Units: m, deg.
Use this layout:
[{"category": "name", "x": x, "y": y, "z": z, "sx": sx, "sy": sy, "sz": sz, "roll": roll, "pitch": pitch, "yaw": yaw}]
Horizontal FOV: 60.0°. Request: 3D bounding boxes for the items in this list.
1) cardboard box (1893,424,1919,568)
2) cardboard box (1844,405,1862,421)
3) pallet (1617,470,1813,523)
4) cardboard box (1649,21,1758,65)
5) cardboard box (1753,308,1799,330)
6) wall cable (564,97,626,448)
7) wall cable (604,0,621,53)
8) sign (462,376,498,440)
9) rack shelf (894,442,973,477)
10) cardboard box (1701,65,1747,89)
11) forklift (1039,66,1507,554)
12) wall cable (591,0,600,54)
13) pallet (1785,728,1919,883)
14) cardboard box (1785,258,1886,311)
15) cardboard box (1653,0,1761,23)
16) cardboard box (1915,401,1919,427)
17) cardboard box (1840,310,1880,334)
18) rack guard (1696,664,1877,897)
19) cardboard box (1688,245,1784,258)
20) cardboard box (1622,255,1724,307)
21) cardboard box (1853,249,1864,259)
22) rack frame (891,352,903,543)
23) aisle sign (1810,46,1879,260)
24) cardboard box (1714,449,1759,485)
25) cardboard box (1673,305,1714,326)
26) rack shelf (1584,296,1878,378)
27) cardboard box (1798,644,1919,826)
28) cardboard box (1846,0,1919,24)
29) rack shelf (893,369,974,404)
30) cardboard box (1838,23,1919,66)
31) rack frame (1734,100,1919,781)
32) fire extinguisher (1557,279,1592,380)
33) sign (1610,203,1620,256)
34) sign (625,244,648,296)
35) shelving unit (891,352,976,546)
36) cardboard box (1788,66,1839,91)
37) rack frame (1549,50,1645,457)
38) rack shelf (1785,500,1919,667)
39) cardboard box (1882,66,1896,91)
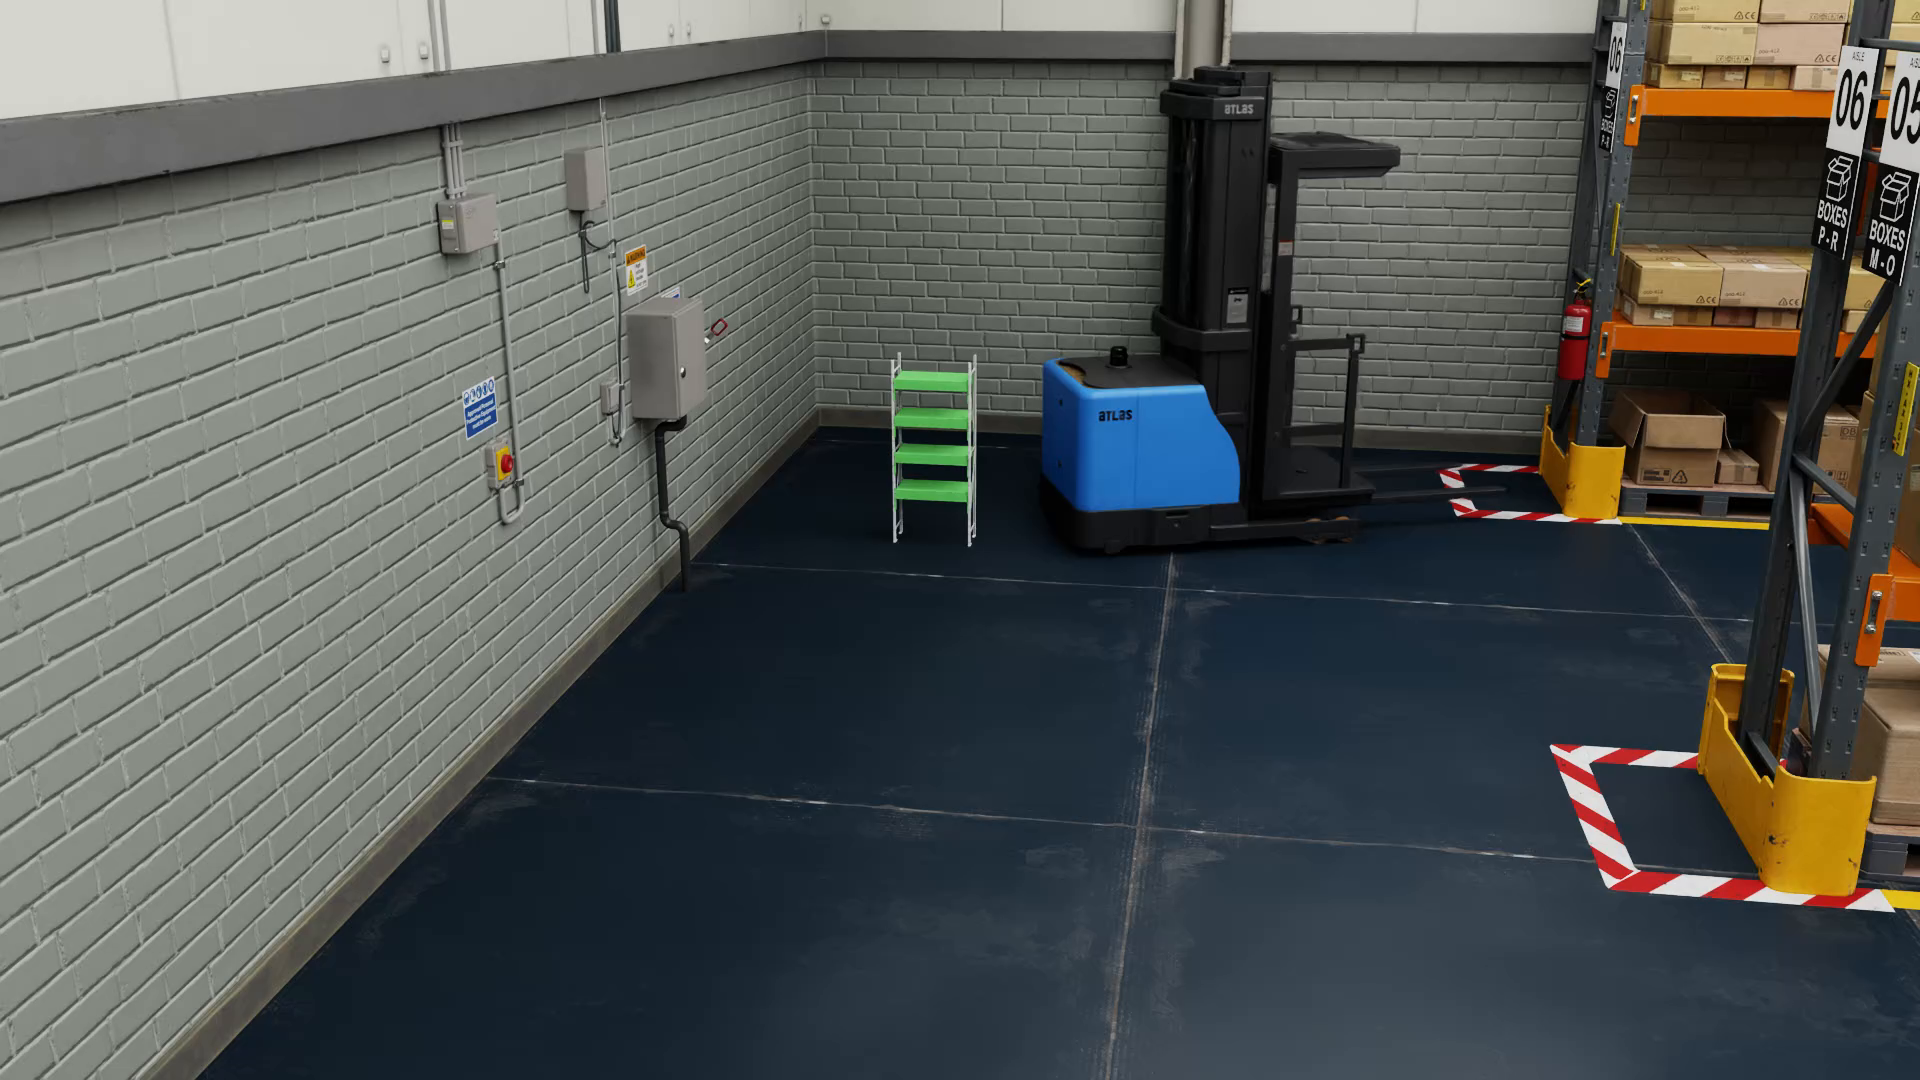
[{"category": "cardboard box", "x": 3.930, "y": -0.130, "z": 6.307, "sx": 0.500, "sy": 0.500, "sz": 0.500, "roll": 3, "pitch": 19, "yaw": 8}, {"category": "cardboard box", "x": 6.218, "y": -0.592, "z": 11.123, "sx": 0.500, "sy": 0.500, "sz": 0.500, "roll": 3, "pitch": 19, "yaw": 10}, {"category": "pallet", "x": 5.148, "y": -0.386, "z": 11.624, "sx": 1.213, "sy": 0.211, "sz": 1.003, "roll": 3, "pitch": 19, "yaw": 9}, {"category": "cardboard box", "x": 4.680, "y": -3.137, "z": 10.490, "sx": 0.500, "sy": 0.250, "sz": 0.500, "roll": 3, "pitch": 19, "yaw": 8}, {"category": "cardboard box", "x": 5.330, "y": -1.498, "z": 10.948, "sx": 0.250, "sy": 0.149, "sz": 0.380, "roll": 4, "pitch": 19, "yaw": 10}, {"category": "wall cable", "x": -1.856, "y": -1.400, "z": 8.659, "sx": 0.122, "sy": 1.984, "sz": 0.588, "roll": 3, "pitch": 19, "yaw": 9}, {"category": "wall cable", "x": -1.558, "y": -4.364, "z": 9.604, "sx": 0.133, "sy": 3.039, "sz": 2.988, "roll": 3, "pitch": 19, "yaw": 9}, {"category": "sign", "x": -2.137, "y": -0.589, "z": 7.412, "sx": 0.001, "sy": 0.218, "sz": 0.327, "roll": 3, "pitch": 19, "yaw": 9}, {"category": "rack shelf", "x": -0.163, "y": -0.517, "z": 10.658, "sx": 0.480, "sy": 0.148, "sz": 0.258, "roll": 3, "pitch": 19, "yaw": 9}, {"category": "cardboard box", "x": 4.826, "y": -2.962, "z": 10.596, "sx": 0.250, "sy": 0.149, "sz": 0.380, "roll": 3, "pitch": 19, "yaw": 10}, {"category": "forklift", "x": 2.107, "y": -1.522, "z": 10.732, "sx": 3.031, "sy": 2.935, "sz": 1.130, "roll": -4, "pitch": 19, "yaw": -11}, {"category": "wall cable", "x": -2.037, "y": -3.475, "z": 7.008, "sx": 0.029, "sy": 3.000, "sz": 2.355, "roll": 3, "pitch": 19, "yaw": 9}, {"category": "pallet", "x": 4.304, "y": 1.141, "z": 7.060, "sx": 1.213, "sy": 0.211, "sz": 1.003, "roll": 3, "pitch": 19, "yaw": 9}, {"category": "cardboard box", "x": 5.689, "y": -1.665, "z": 10.820, "sx": 0.500, "sy": 0.250, "sz": 0.500, "roll": 3, "pitch": 19, "yaw": 8}, {"category": "cardboard box", "x": 4.684, "y": -3.381, "z": 10.432, "sx": 0.500, "sy": 0.250, "sz": 0.500, "roll": 3, "pitch": 19, "yaw": 8}, {"category": "cardboard box", "x": 3.930, "y": -0.605, "z": 6.151, "sx": 0.500, "sy": 0.500, "sz": 0.500, "roll": 3, "pitch": 19, "yaw": 7}, {"category": "cardboard box", "x": 5.831, "y": -1.450, "z": 10.805, "sx": 0.250, "sy": 0.149, "sz": 0.380, "roll": 2, "pitch": 19, "yaw": 7}, {"category": "rack guard", "x": 3.478, "y": 0.987, "z": 7.064, "sx": 0.348, "sy": 0.500, "sz": 1.175, "roll": 3, "pitch": 19, "yaw": 9}, {"category": "cardboard box", "x": 5.291, "y": -1.856, "z": 11.389, "sx": 0.500, "sy": 0.250, "sz": 0.500, "roll": 3, "pitch": 19, "yaw": 9}, {"category": "cardboard box", "x": 4.691, "y": -1.715, "z": 10.968, "sx": 0.500, "sy": 0.250, "sz": 0.500, "roll": 3, "pitch": 19, "yaw": 9}, {"category": "cardboard box", "x": 6.295, "y": -1.803, "z": 11.232, "sx": 0.500, "sy": 0.250, "sz": 0.500, "roll": 3, "pitch": 19, "yaw": 9}, {"category": "rack frame", "x": -0.404, "y": -0.590, "z": 10.674, "sx": 0.015, "sy": 1.200, "sz": 0.240, "roll": 3, "pitch": 19, "yaw": 9}, {"category": "aisle sign", "x": 3.480, "y": -1.530, "z": 6.553, "sx": 0.004, "sy": 0.787, "sz": 0.394, "roll": 3, "pitch": 19, "yaw": 9}, {"category": "cardboard box", "x": 5.288, "y": -0.505, "z": 11.417, "sx": 0.250, "sy": 0.149, "sz": 0.380, "roll": 2, "pitch": 19, "yaw": 6}, {"category": "cardboard box", "x": 4.825, "y": -1.532, "z": 11.051, "sx": 0.250, "sy": 0.149, "sz": 0.380, "roll": 3, "pitch": 19, "yaw": 10}, {"category": "rack shelf", "x": 6.260, "y": -1.310, "z": 11.126, "sx": 4.000, "sy": 0.370, "sz": 1.077, "roll": 3, "pitch": 19, "yaw": 9}, {"category": "cardboard box", "x": 4.169, "y": 0.821, "z": 6.998, "sx": 0.875, "sy": 0.438, "sz": 0.875, "roll": 2, "pitch": 19, "yaw": 7}, {"category": "cardboard box", "x": 5.681, "y": -3.328, "z": 10.275, "sx": 0.500, "sy": 0.250, "sz": 0.500, "roll": 3, "pitch": 19, "yaw": 8}, {"category": "rack shelf", "x": -0.163, "y": -0.972, "z": 10.506, "sx": 0.480, "sy": 0.148, "sz": 0.258, "roll": 3, "pitch": 19, "yaw": 9}, {"category": "cardboard box", "x": 5.689, "y": -3.088, "z": 10.344, "sx": 0.500, "sy": 0.250, "sz": 0.500, "roll": 2, "pitch": 19, "yaw": 7}, {"category": "rack frame", "x": 3.502, "y": -0.197, "z": 6.664, "sx": 0.127, "sy": 3.000, "sz": 1.000, "roll": 3, "pitch": 19, "yaw": 9}, {"category": "fire extinguisher", "x": 4.067, "y": -1.401, "z": 10.973, "sx": 0.183, "sy": 0.674, "sz": 0.296, "roll": 3, "pitch": 19, "yaw": 9}, {"category": "sign", "x": 4.199, "y": -1.993, "z": 10.667, "sx": 0.005, "sy": 0.325, "sz": 0.100, "roll": 3, "pitch": 19, "yaw": 9}, {"category": "sign", "x": -1.805, "y": -1.509, "z": 9.284, "sx": 0.001, "sy": 0.242, "sz": 0.339, "roll": 3, "pitch": 19, "yaw": 9}, {"category": "shelving unit", "x": -0.163, "y": -0.577, "z": 10.638, "sx": 0.503, "sy": 1.200, "sz": 0.258, "roll": 3, "pitch": 19, "yaw": 9}, {"category": "cardboard box", "x": 5.307, "y": -2.899, "z": 10.407, "sx": 0.250, "sy": 0.149, "sz": 0.380, "roll": 3, "pitch": 19, "yaw": 10}, {"category": "rack frame", "x": 4.285, "y": -1.752, "z": 11.312, "sx": 0.127, "sy": 3.000, "sz": 1.000, "roll": 3, "pitch": 19, "yaw": 9}, {"category": "rack shelf", "x": 5.476, "y": 0.245, "z": 6.477, "sx": 4.000, "sy": 0.370, "sz": 1.077, "roll": 3, "pitch": 19, "yaw": 9}, {"category": "cardboard box", "x": 5.820, "y": -2.895, "z": 10.395, "sx": 0.250, "sy": 0.149, "sz": 0.380, "roll": 3, "pitch": 19, "yaw": 8}]
